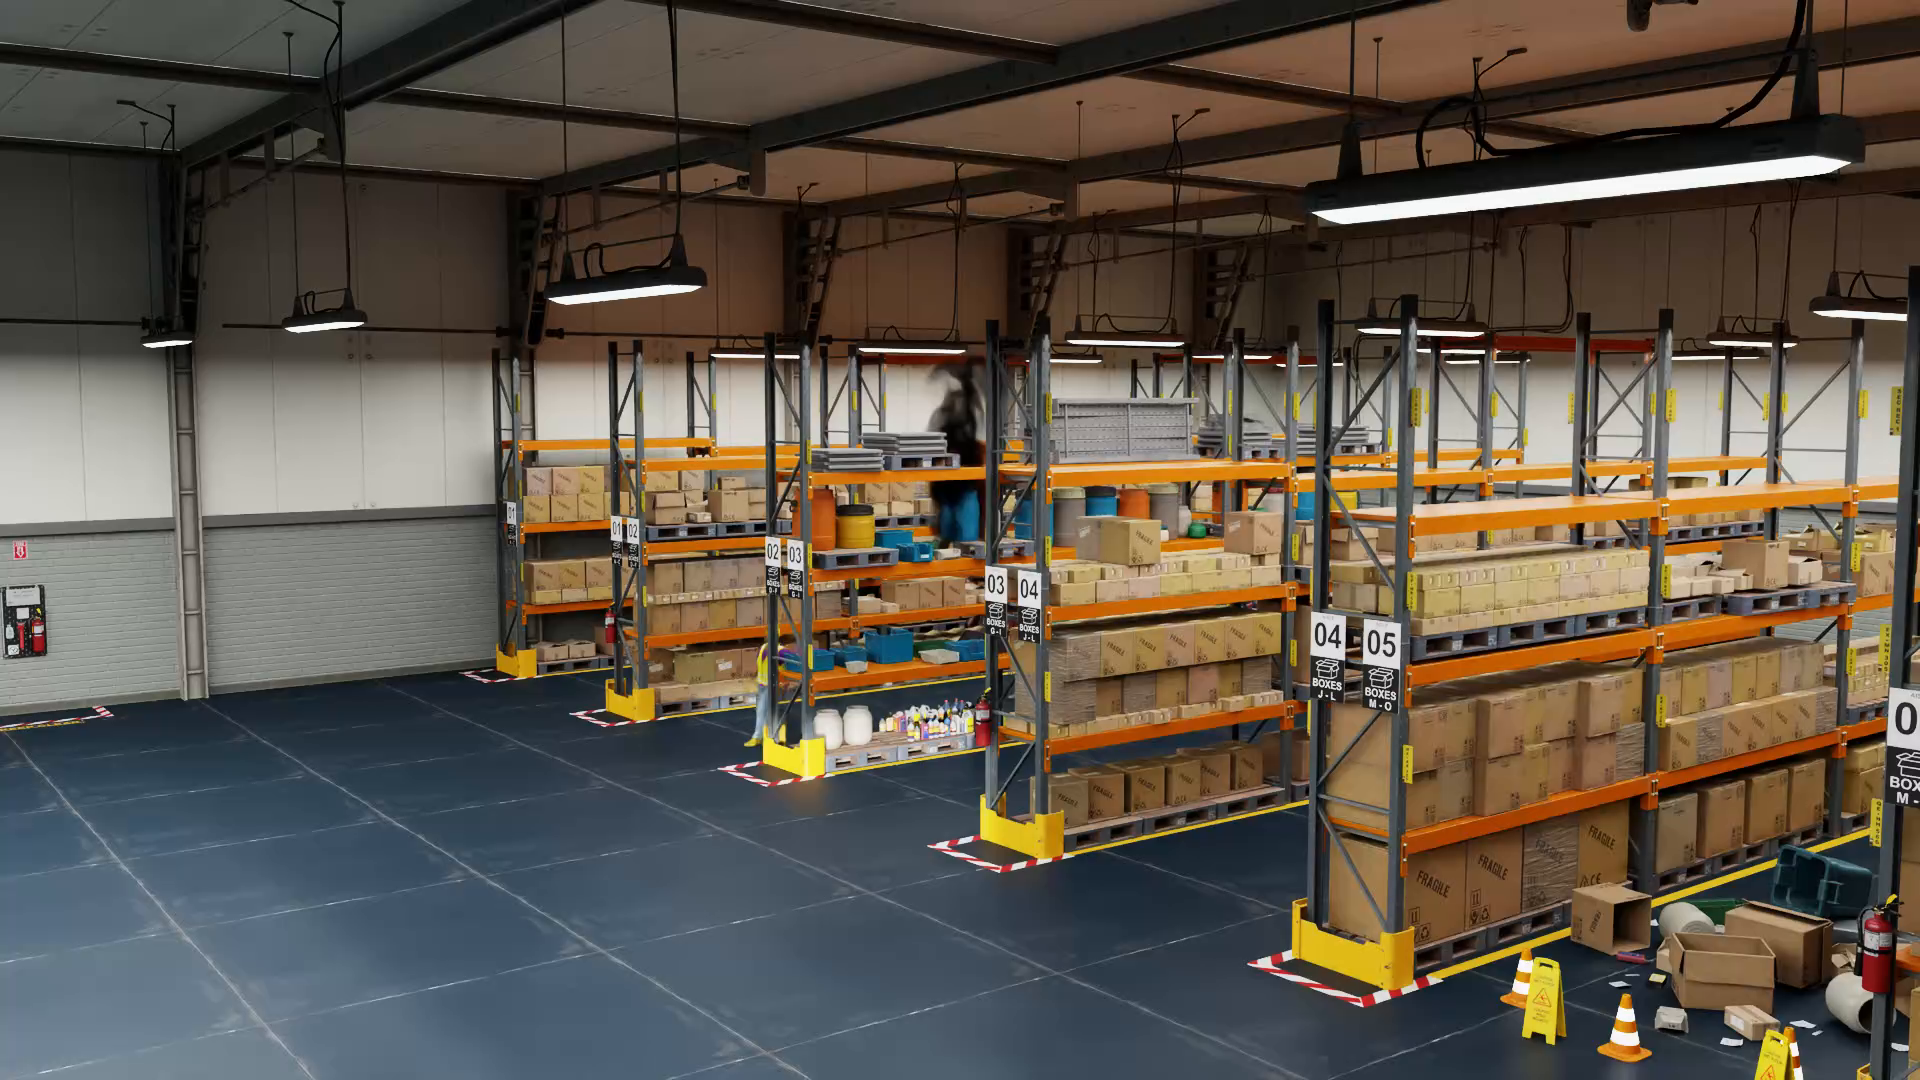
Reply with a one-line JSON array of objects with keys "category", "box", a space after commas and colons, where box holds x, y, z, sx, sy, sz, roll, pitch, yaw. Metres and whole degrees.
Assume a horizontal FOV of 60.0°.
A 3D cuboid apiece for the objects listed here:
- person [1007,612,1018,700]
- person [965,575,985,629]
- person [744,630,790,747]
[{"category": "person", "box": [1.062, 1.853, 28.279, 0.625, 1.654, 0.724, 5, 7, 45]}, {"category": "person", "box": [0.476, 1.483, 33.108, 1.003, 1.625, 0.615, -3, 6, -33]}, {"category": "person", "box": [-2.759, 2.140, 24.520, 0.765, 1.755, 0.870, 5, 7, 42]}]
